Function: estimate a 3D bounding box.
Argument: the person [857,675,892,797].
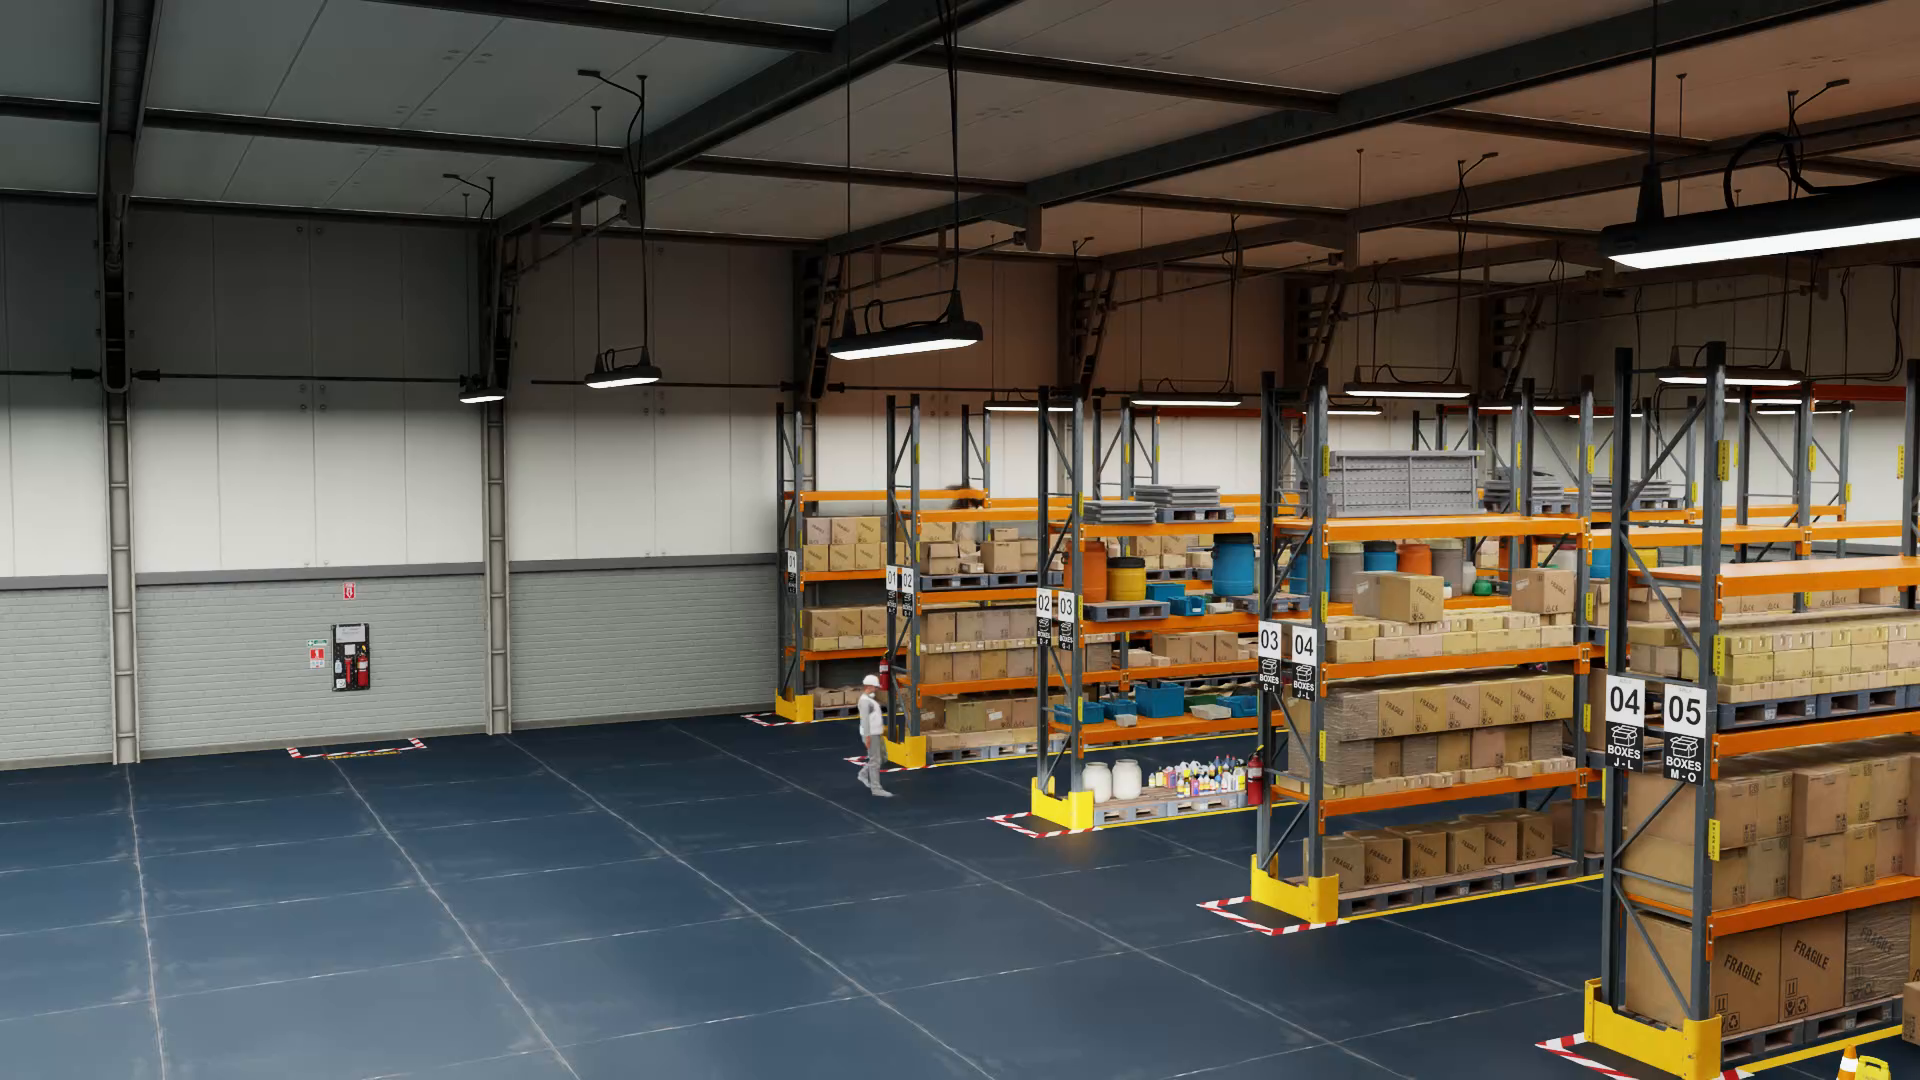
[{"bbox_3d":[-1.271,2.894,24.705,0.575,1.783,0.567,0,3,6],"label":"person"}]
